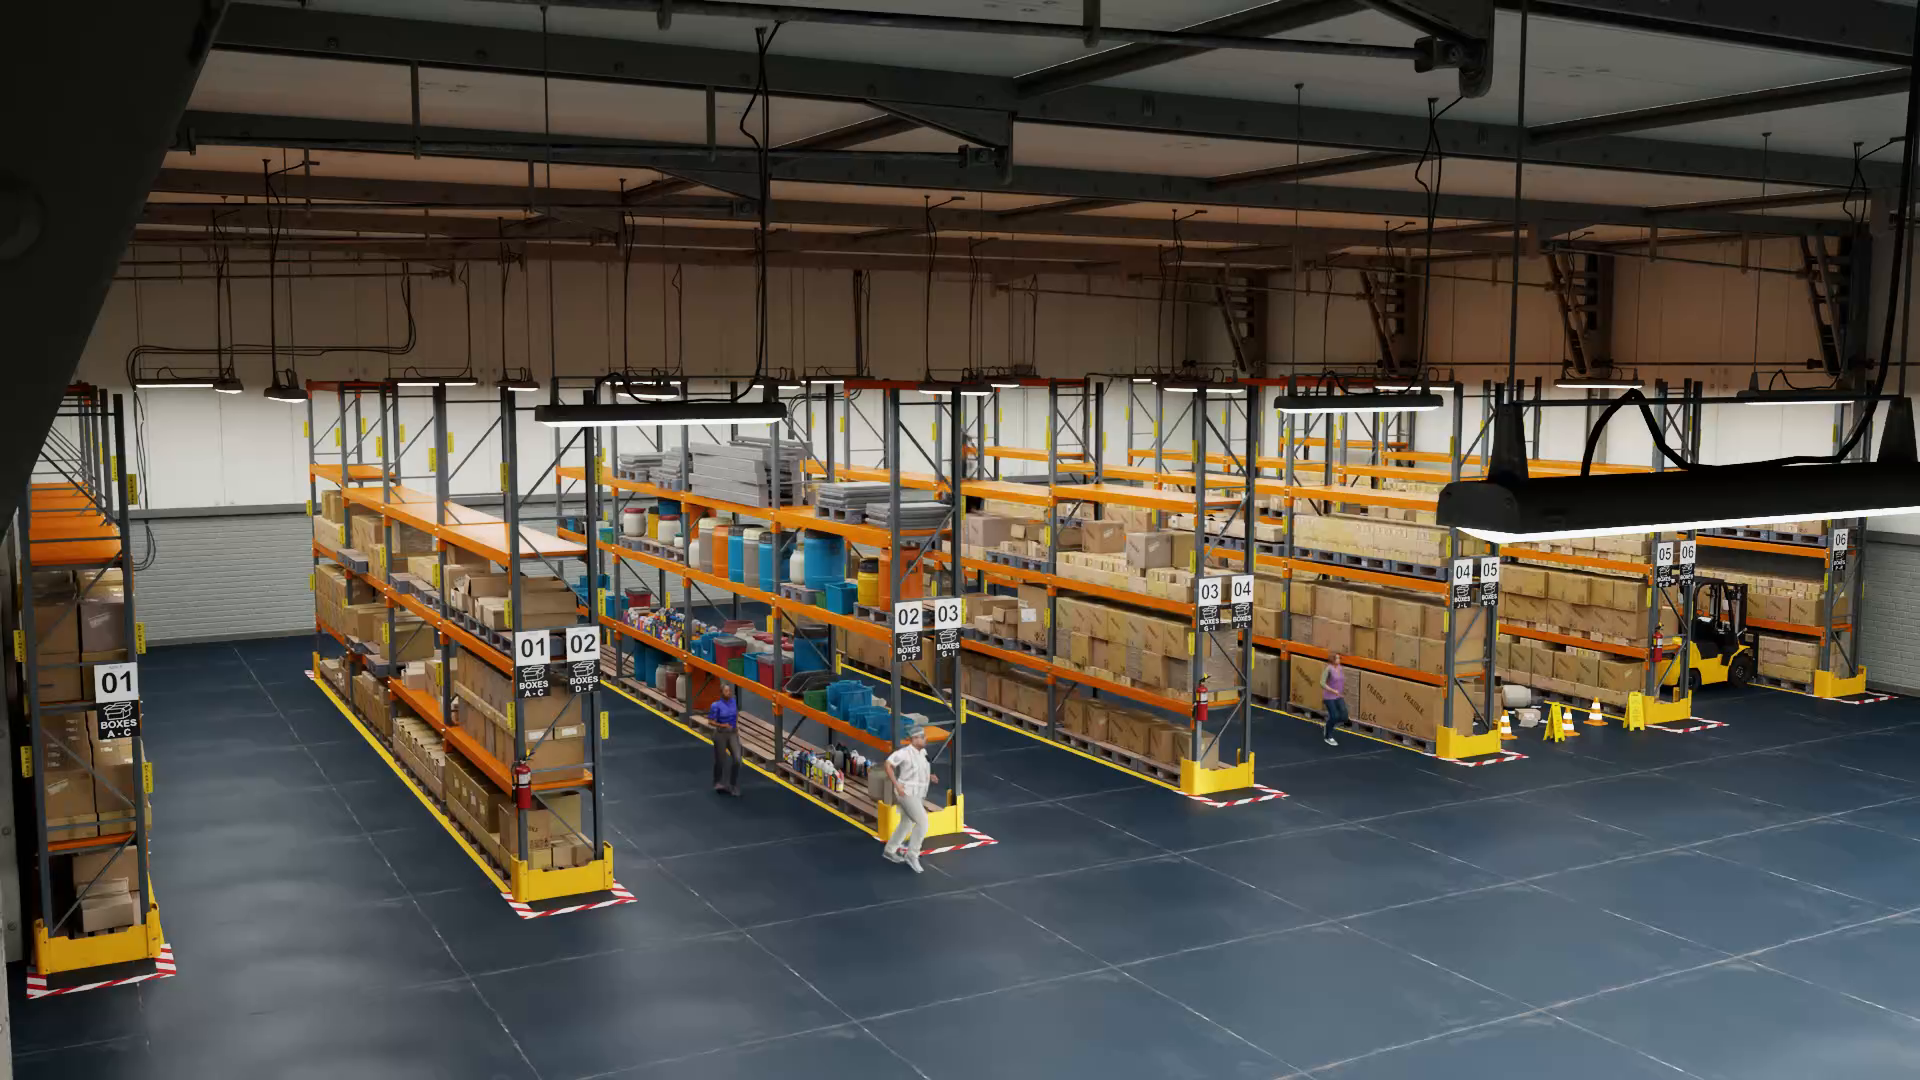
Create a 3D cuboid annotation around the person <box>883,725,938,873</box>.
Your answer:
[{"bbox_3d":[-0.610,3.248,21.035,0.718,1.796,0.689,2,7,21],"label":"person"}]

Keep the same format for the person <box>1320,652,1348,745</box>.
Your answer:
[{"bbox_3d":[6.191,2.627,27.580,0.543,1.567,0.530,-4,7,-34],"label":"person"}]

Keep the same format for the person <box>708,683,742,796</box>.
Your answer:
[{"bbox_3d":[-3.437,2.938,24.397,0.566,1.704,0.727,-4,7,-31],"label":"person"}]
